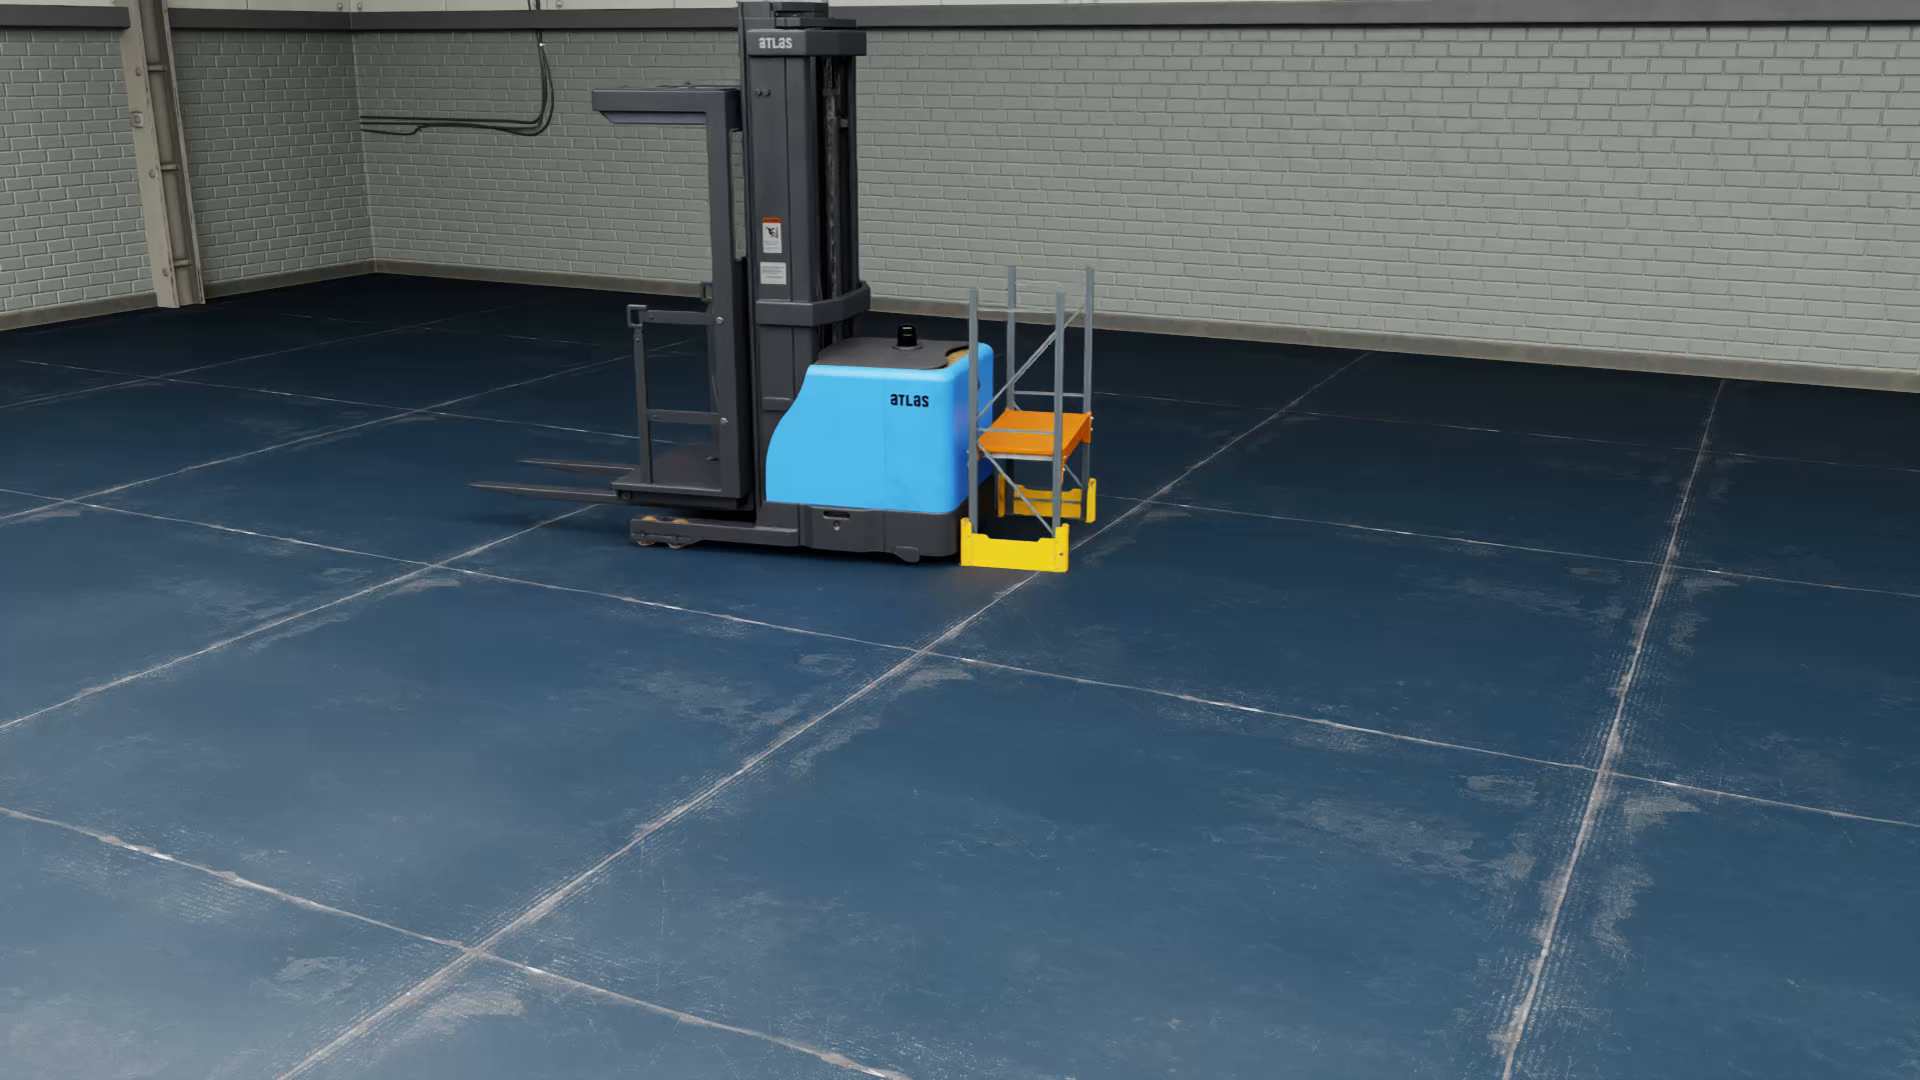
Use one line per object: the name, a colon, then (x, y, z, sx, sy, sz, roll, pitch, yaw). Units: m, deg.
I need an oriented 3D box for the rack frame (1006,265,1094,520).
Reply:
rack frame: (0.522, -0.855, 9.769, 0.500, 1.500, 0.032, 4, 17, 12)

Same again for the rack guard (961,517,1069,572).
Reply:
rack guard: (0.295, 0.026, 8.998, 0.587, 0.250, 0.087, 4, 17, 12)

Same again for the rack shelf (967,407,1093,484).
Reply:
rack shelf: (0.408, -0.542, 9.345, 0.538, 0.185, 1.000, 4, 17, 12)

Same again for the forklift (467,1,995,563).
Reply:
forklift: (-1.370, -1.496, 9.412, 3.031, 2.935, 1.130, 4, 17, 15)

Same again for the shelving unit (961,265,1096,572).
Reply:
shelving unit: (0.406, -0.711, 9.286, 0.587, 1.500, 1.083, 4, 17, 12)

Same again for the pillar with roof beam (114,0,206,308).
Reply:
pillar with roof beam: (-4.670, -6.340, 15.066, 9.100, 9.000, 0.400, 8, 18, 25)

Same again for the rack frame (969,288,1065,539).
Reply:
rack frame: (0.295, -0.573, 8.819, 0.500, 1.500, 0.032, 4, 17, 12)

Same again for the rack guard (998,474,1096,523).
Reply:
rack guard: (0.517, -0.251, 9.929, 0.587, 0.250, 0.087, 4, 17, 12)

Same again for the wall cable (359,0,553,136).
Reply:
wall cable: (-6.022, -5.982, 19.313, 3.097, 2.526, 0.112, 8, 18, 25)
